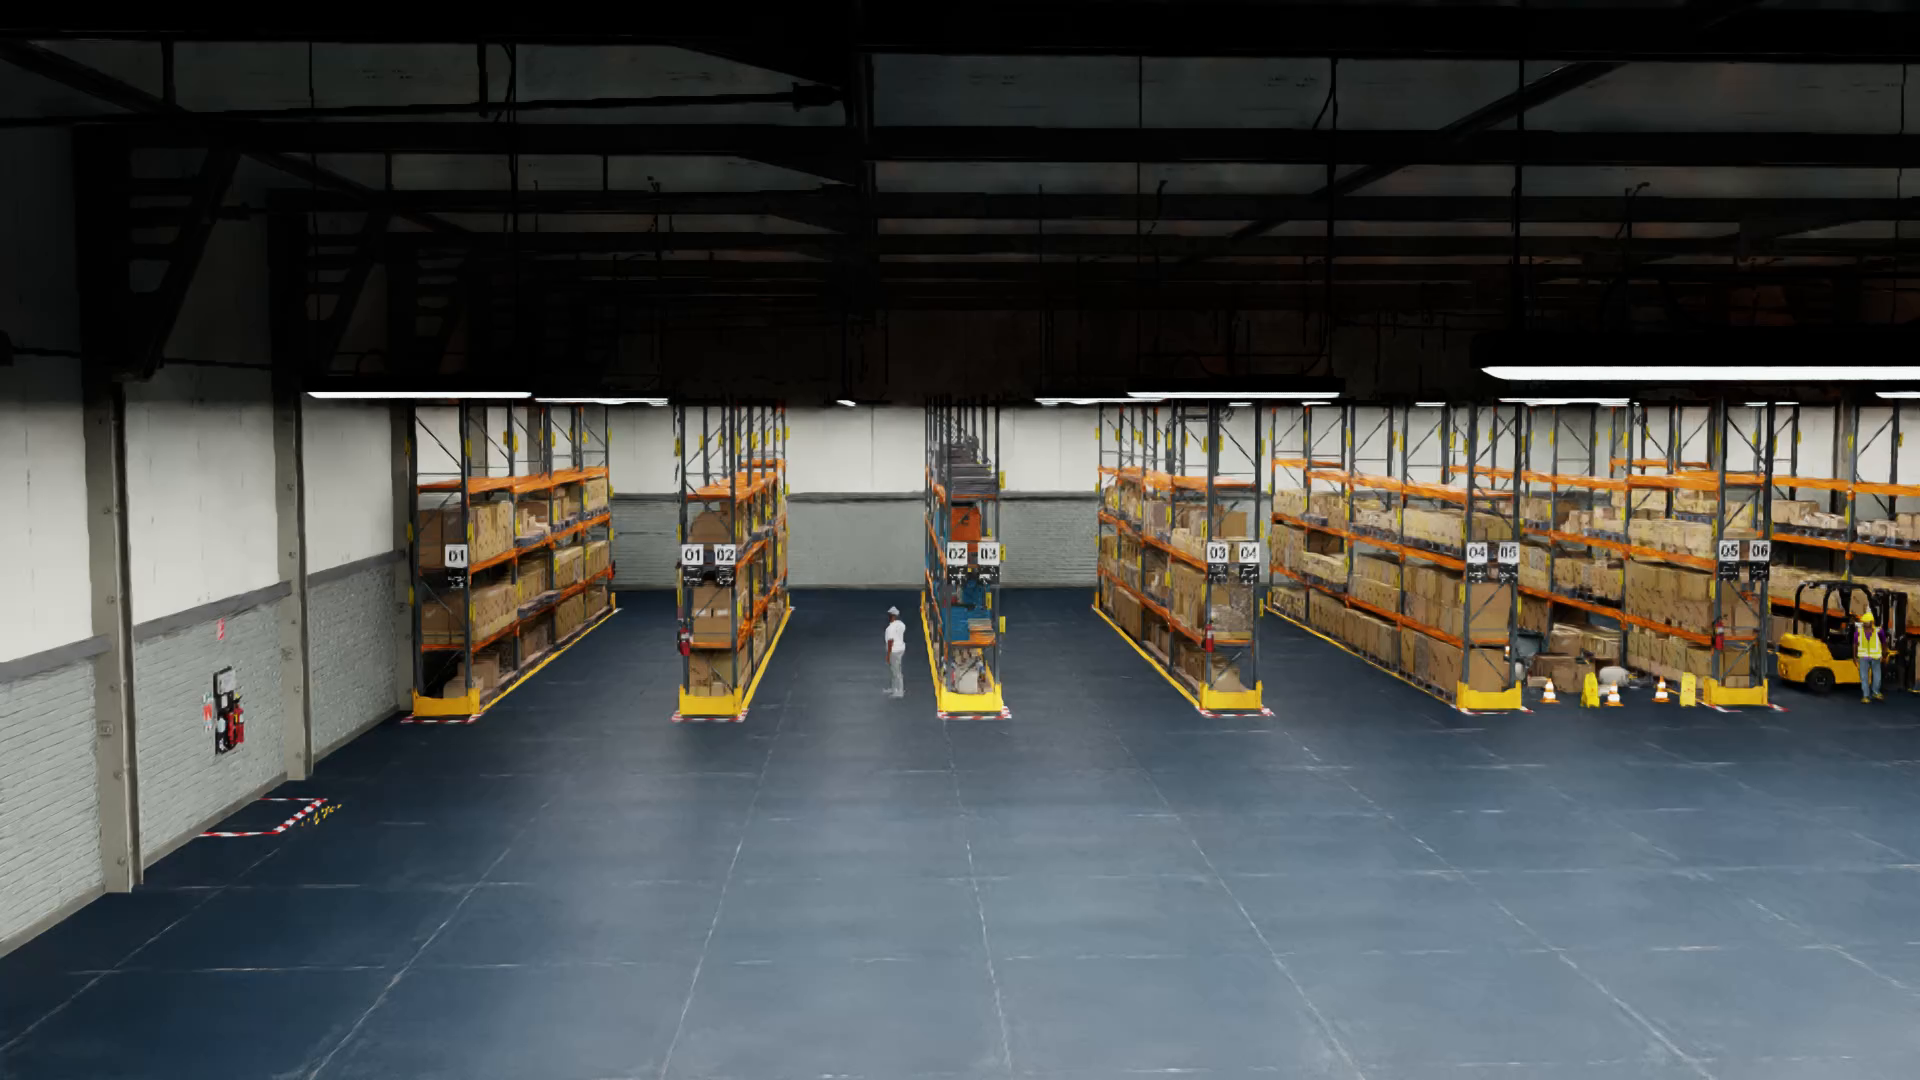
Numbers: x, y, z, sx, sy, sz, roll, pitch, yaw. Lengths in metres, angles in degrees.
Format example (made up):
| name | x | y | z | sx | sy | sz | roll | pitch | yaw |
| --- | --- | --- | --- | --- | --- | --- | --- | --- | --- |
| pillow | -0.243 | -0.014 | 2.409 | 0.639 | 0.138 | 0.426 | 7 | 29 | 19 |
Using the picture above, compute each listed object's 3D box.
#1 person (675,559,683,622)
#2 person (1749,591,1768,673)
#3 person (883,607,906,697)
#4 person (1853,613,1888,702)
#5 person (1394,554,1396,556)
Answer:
| name | x | y | z | sx | sy | sz | roll | pitch | yaw |
| --- | --- | --- | --- | --- | --- | --- | --- | --- | --- |
| person | -7.474 | 1.367 | 44.709 | 0.384 | 1.616 | 0.557 | -2 | 5 | -25 |
| person | 17.271 | 1.984 | 36.130 | 0.562 | 1.754 | 0.623 | 2 | 5 | 27 |
| person | -1.323 | 2.211 | 33.099 | 0.543 | 1.765 | 0.657 | 1 | 5 | 17 |
| person | 17.803 | 2.284 | 32.522 | 0.611 | 1.753 | 0.583 | 3 | 5 | 34 |
| person | 11.696 | 1.254 | 45.136 | 0.577 | 1.782 | 0.677 | 2 | 5 | 21 |
